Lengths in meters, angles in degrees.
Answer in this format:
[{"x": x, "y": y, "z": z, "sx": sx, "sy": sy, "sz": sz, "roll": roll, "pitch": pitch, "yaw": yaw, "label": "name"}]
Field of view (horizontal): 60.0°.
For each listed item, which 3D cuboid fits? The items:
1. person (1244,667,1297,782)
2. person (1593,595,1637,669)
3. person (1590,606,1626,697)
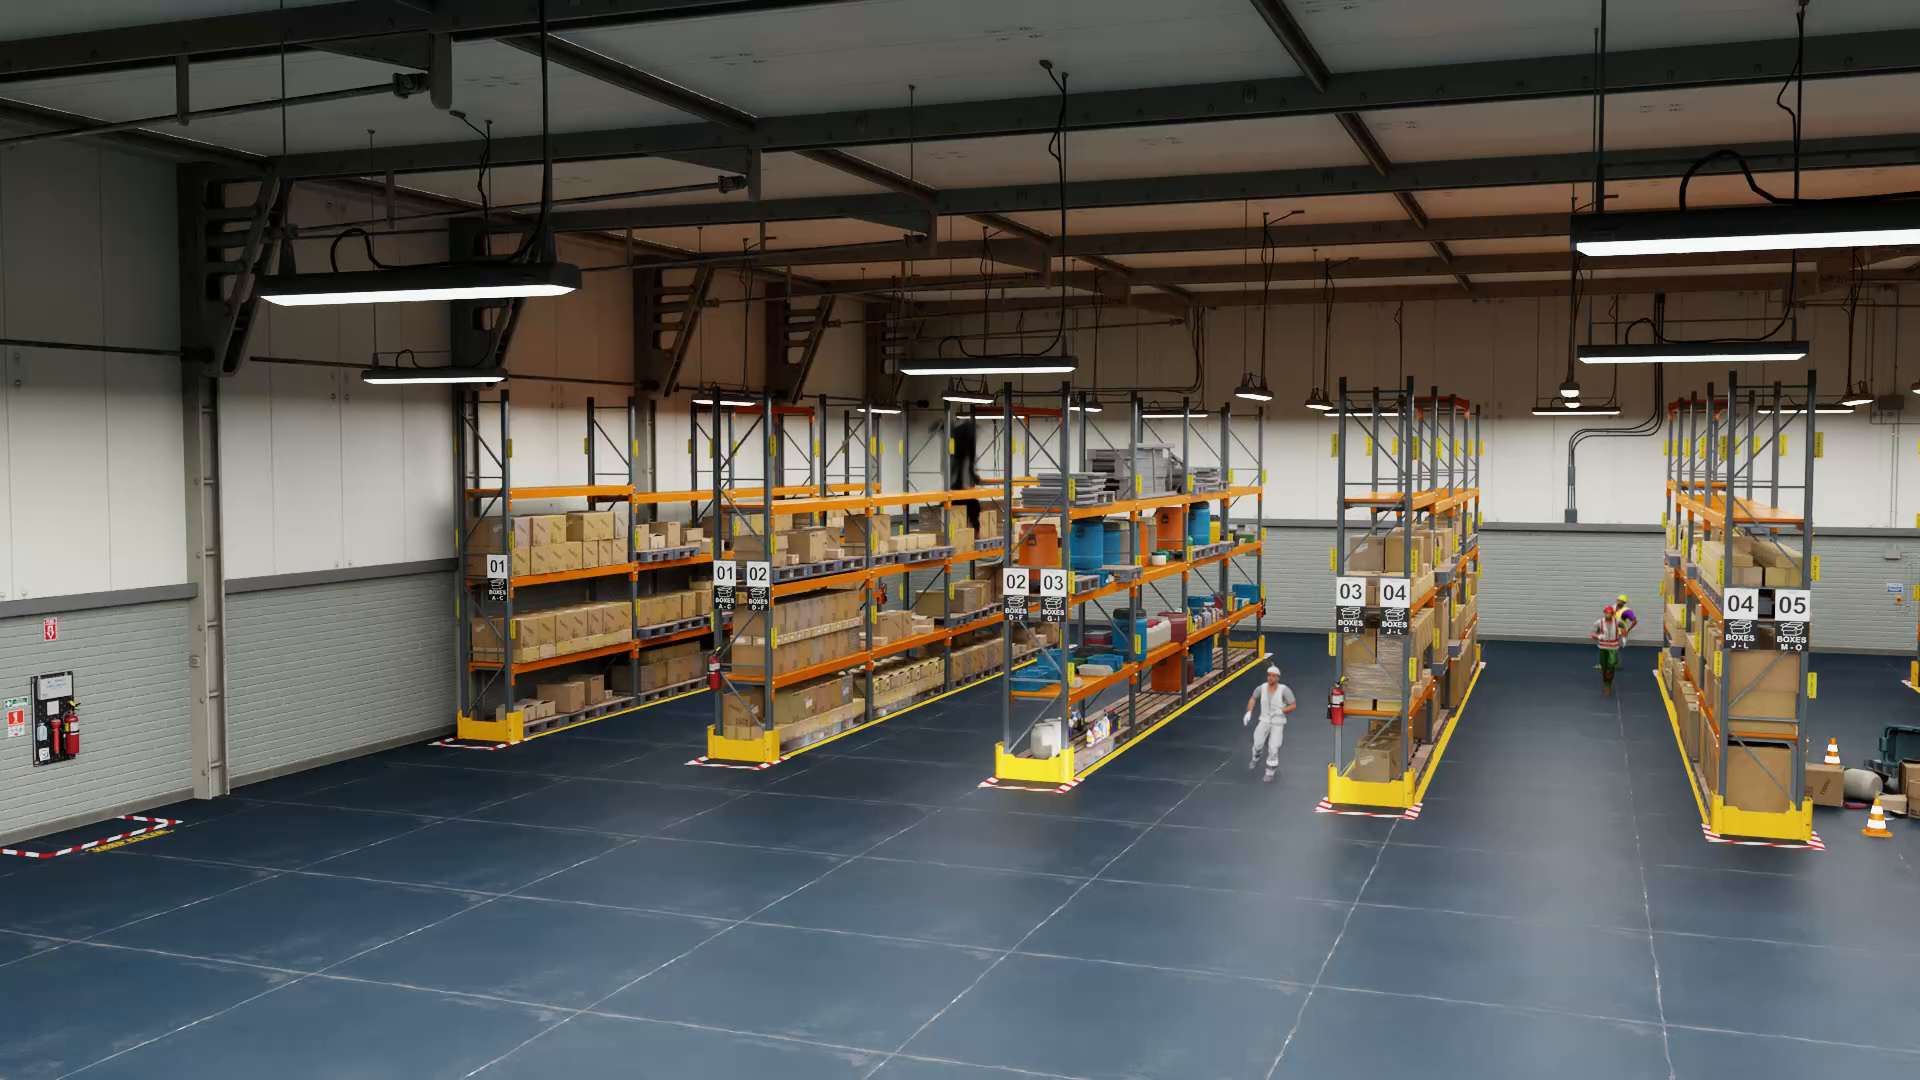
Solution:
[{"x": 4.670, "y": 2.770, "z": 25.067, "sx": 0.795, "sy": 1.737, "sz": 0.527, "roll": 1, "pitch": 3, "yaw": 17, "label": "person"}, {"x": 14.794, "y": 2.080, "z": 37.673, "sx": 0.753, "sy": 1.716, "sz": 0.775, "roll": -1, "pitch": 3, "yaw": -10, "label": "person"}, {"x": 13.231, "y": 2.240, "z": 33.953, "sx": 0.691, "sy": 1.811, "sz": 0.973, "roll": 1, "pitch": 3, "yaw": 18, "label": "person"}]
